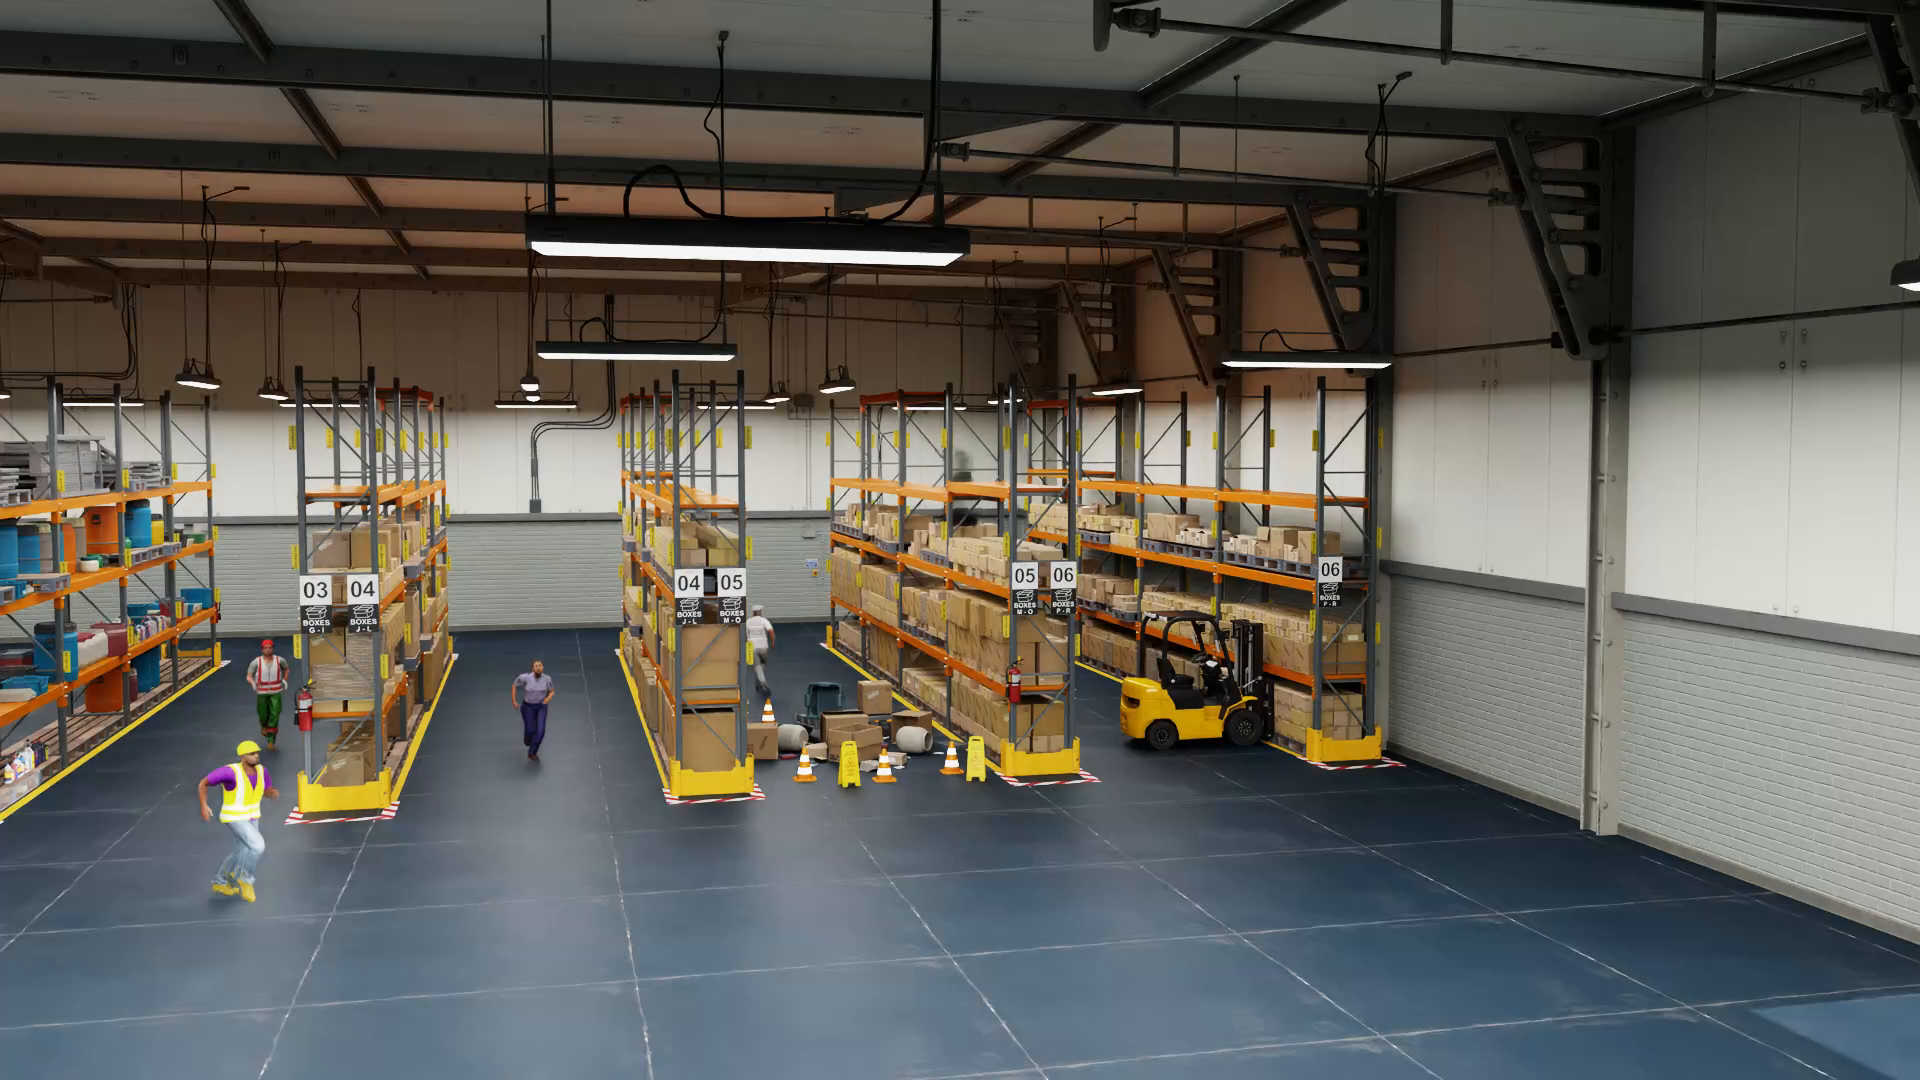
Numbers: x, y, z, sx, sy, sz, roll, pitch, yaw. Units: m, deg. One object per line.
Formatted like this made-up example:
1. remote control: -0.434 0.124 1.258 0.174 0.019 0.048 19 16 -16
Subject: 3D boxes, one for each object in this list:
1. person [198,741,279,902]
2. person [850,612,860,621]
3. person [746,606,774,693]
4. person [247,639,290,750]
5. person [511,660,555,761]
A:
1. person: -7.793 3.047 18.045 0.811 1.754 0.733 1 4 21
2. person: -2.525 1.726 41.782 0.519 1.600 0.625 2 4 25
3. person: -4.032 2.213 33.107 0.665 1.735 0.829 0 3 -8
4. person: -11.293 2.504 27.165 0.638 1.771 0.863 -2 4 -26
5. person: -6.676 2.669 26.068 0.645 1.602 0.635 -2 4 -27
